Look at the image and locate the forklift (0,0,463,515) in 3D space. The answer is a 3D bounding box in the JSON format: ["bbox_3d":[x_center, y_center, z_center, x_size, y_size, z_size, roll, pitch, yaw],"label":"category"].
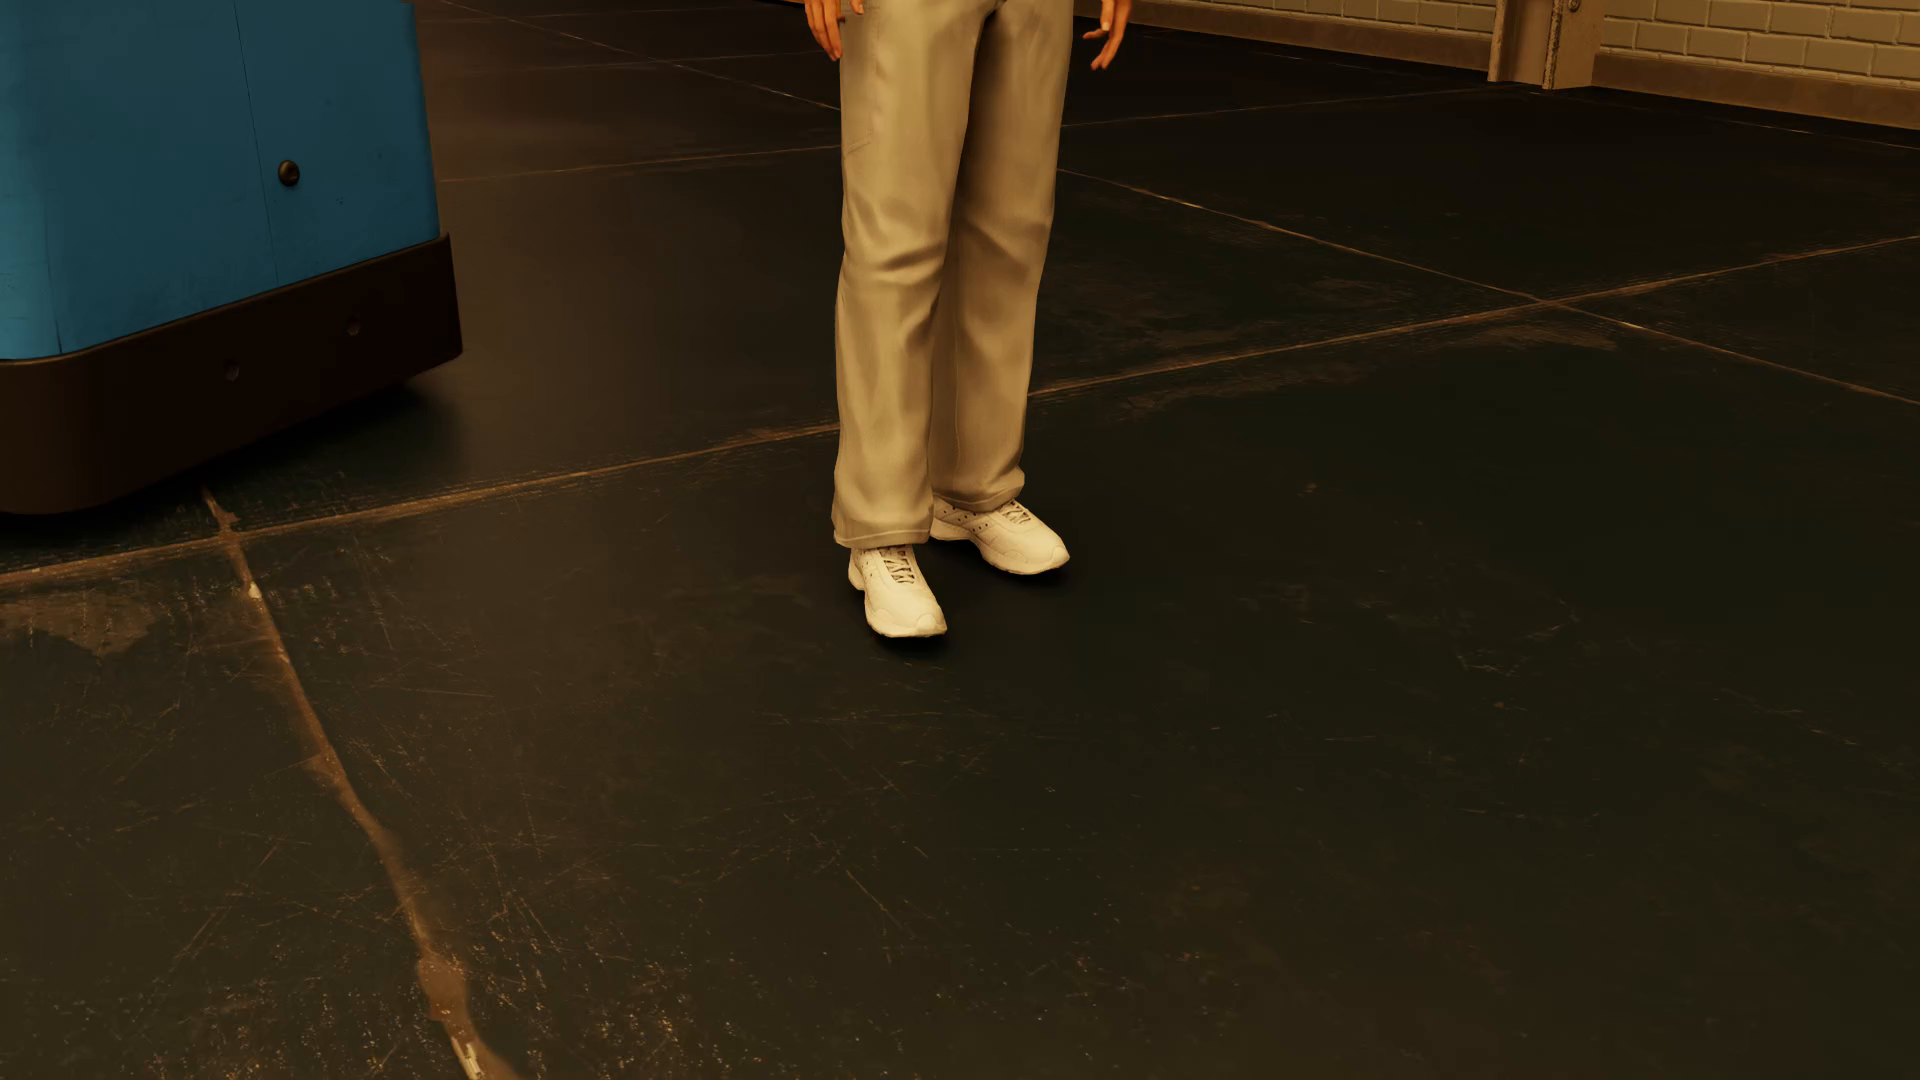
[{"bbox_3d":[-2.577,-1.707,2.933,3.031,2.935,1.130,8,24,19],"label":"forklift"}]

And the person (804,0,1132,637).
[{"bbox_3d":[0.025,-0.755,2.248,0.549,1.674,0.548,-12,25,-28],"label":"person"}]
